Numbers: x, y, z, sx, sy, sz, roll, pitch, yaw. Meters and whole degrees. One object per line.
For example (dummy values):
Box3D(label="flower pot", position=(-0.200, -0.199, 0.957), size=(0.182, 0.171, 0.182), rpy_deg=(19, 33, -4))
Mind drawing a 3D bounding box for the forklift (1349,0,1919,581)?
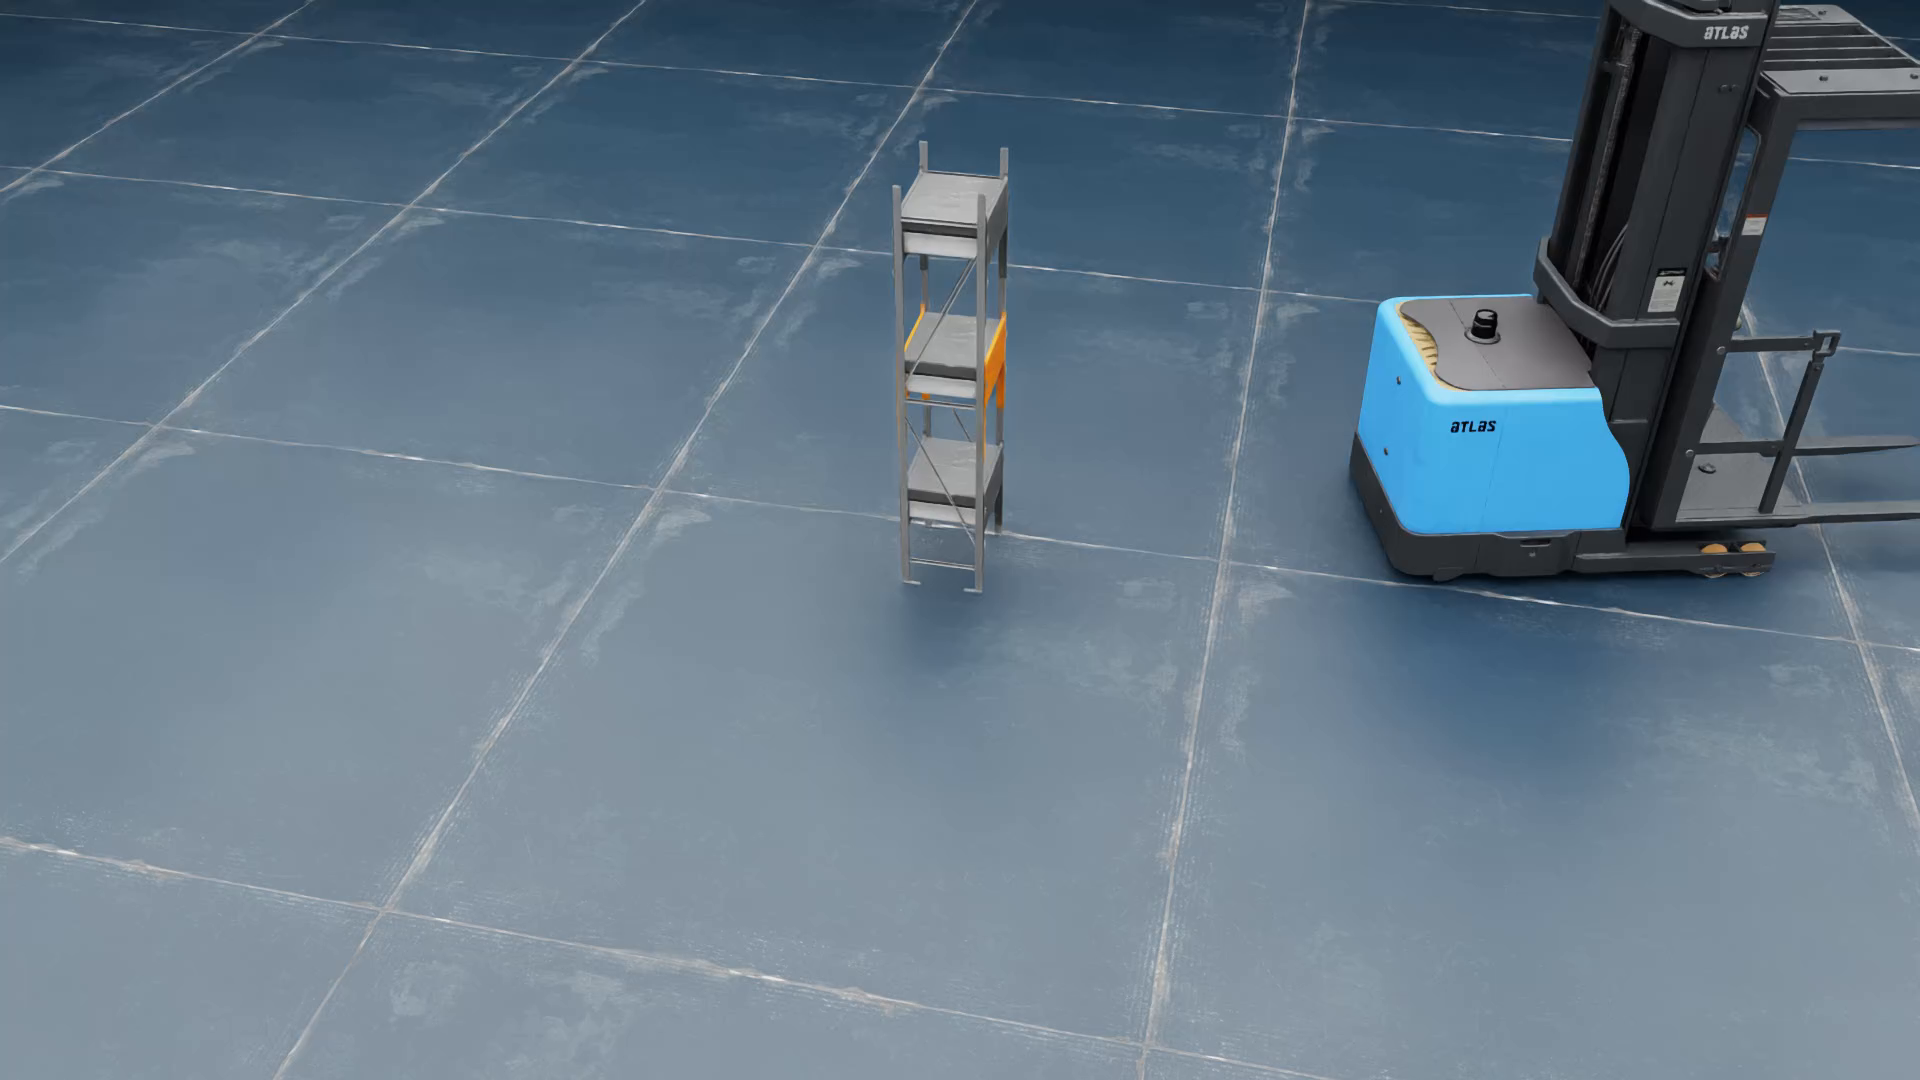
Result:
Box3D(label="forklift", position=(3.624, -1.310, 7.830), size=(3.031, 2.935, 1.130), rpy_deg=(-2, 36, -3))

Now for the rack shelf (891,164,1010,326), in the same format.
Box3D(label="rack shelf", position=(-0.035, -1.311, 7.370), size=(0.431, 0.518, 0.480), rpy_deg=(7, 37, 10))

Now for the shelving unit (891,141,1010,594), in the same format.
Box3D(label="shelving unit", position=(-0.035, -0.755, 7.773), size=(0.431, 2.100, 0.503), rpy_deg=(7, 37, 10))

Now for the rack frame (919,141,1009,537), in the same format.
Box3D(label="rack frame", position=(0.017, -0.895, 7.966), size=(0.400, 2.100, 0.015), rpy_deg=(7, 37, 10))

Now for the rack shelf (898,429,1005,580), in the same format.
Box3D(label="rack shelf", position=(-0.035, -0.177, 8.192), size=(0.431, 0.518, 0.480), rpy_deg=(7, 37, 10))

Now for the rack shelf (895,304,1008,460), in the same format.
Box3D(label="rack shelf", position=(-0.035, -0.744, 7.781), size=(0.431, 0.518, 0.480), rpy_deg=(7, 37, 10))

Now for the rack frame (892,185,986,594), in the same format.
Box3D(label="rack frame", position=(-0.087, -0.615, 7.580), size=(0.400, 2.100, 0.015), rpy_deg=(7, 37, 10))
